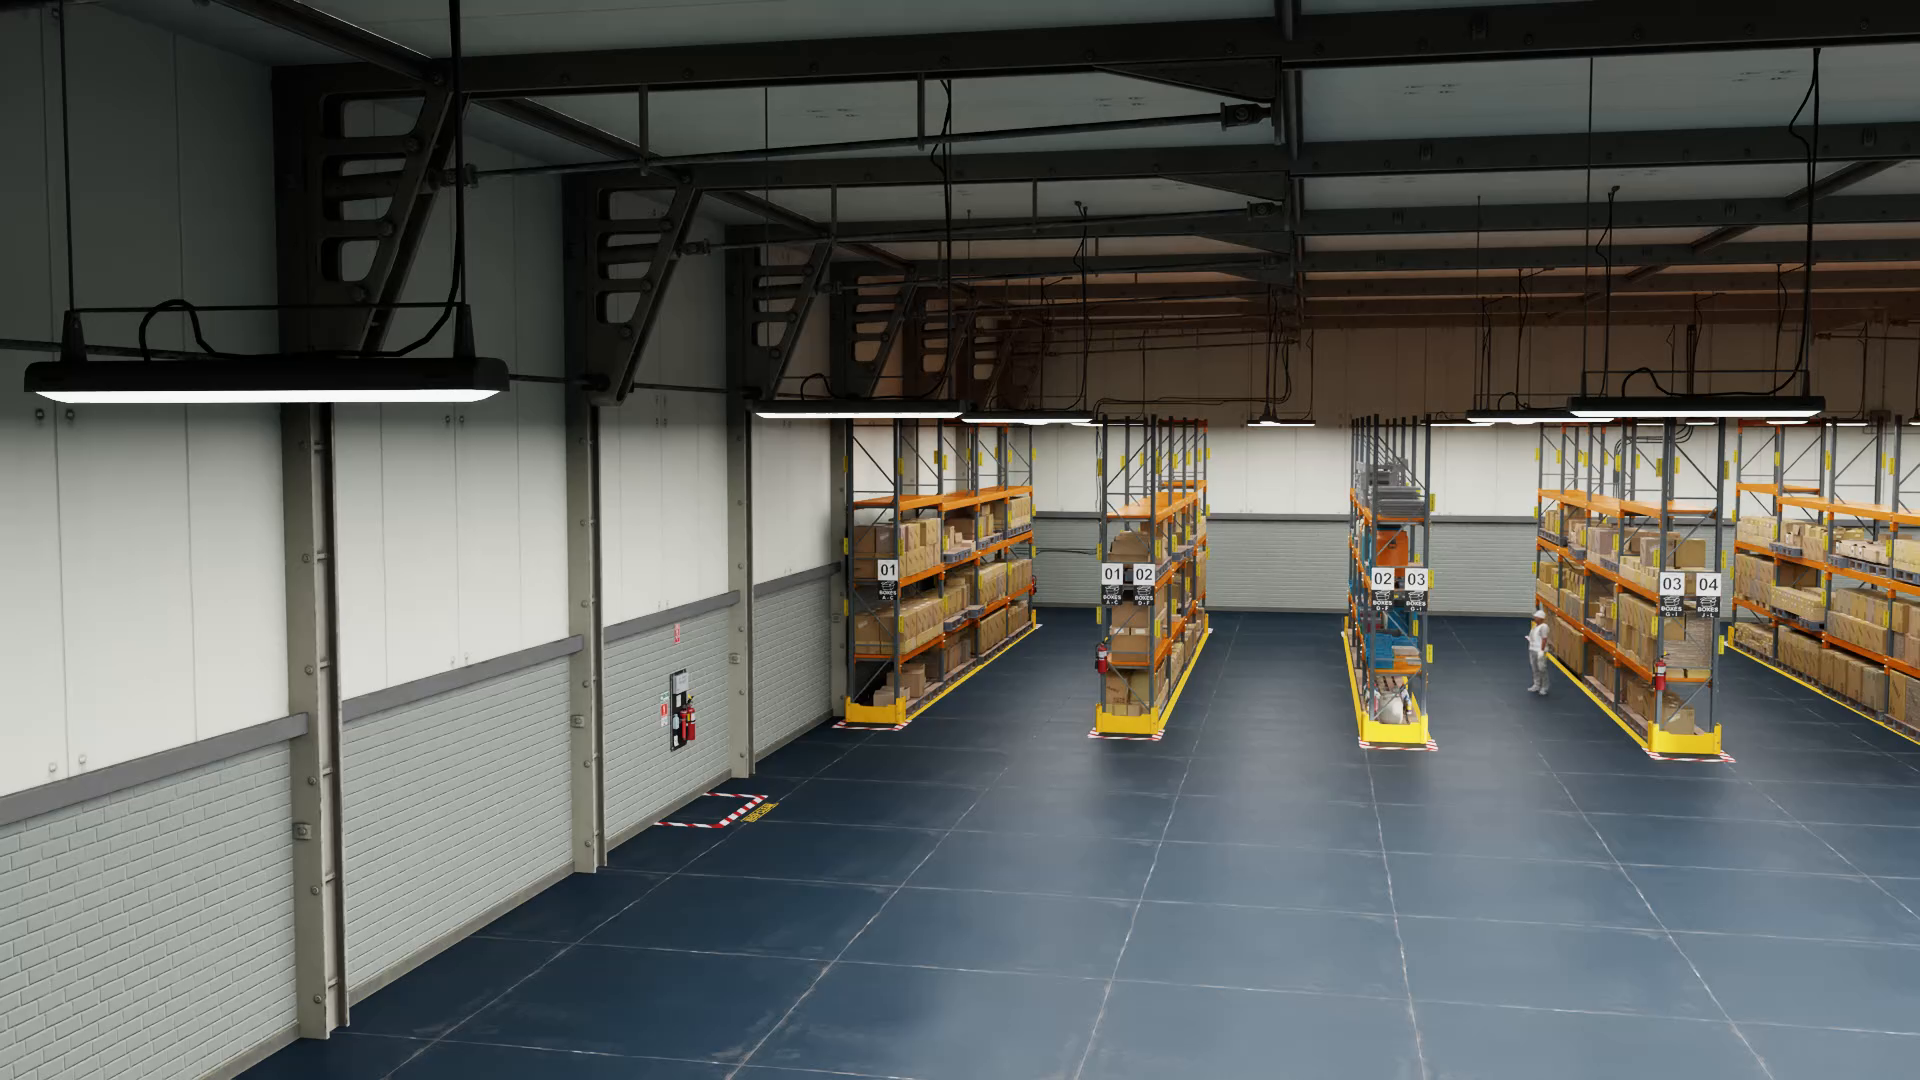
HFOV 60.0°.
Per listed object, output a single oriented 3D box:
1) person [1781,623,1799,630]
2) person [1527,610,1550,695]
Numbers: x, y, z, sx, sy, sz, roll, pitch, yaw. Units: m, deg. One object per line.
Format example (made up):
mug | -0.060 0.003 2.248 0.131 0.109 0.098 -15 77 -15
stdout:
person | 22.178 1.910 44.575 0.918 1.621 0.540 4 5 45
person | 12.590 2.434 36.131 0.398 1.816 0.568 -1 4 -18
